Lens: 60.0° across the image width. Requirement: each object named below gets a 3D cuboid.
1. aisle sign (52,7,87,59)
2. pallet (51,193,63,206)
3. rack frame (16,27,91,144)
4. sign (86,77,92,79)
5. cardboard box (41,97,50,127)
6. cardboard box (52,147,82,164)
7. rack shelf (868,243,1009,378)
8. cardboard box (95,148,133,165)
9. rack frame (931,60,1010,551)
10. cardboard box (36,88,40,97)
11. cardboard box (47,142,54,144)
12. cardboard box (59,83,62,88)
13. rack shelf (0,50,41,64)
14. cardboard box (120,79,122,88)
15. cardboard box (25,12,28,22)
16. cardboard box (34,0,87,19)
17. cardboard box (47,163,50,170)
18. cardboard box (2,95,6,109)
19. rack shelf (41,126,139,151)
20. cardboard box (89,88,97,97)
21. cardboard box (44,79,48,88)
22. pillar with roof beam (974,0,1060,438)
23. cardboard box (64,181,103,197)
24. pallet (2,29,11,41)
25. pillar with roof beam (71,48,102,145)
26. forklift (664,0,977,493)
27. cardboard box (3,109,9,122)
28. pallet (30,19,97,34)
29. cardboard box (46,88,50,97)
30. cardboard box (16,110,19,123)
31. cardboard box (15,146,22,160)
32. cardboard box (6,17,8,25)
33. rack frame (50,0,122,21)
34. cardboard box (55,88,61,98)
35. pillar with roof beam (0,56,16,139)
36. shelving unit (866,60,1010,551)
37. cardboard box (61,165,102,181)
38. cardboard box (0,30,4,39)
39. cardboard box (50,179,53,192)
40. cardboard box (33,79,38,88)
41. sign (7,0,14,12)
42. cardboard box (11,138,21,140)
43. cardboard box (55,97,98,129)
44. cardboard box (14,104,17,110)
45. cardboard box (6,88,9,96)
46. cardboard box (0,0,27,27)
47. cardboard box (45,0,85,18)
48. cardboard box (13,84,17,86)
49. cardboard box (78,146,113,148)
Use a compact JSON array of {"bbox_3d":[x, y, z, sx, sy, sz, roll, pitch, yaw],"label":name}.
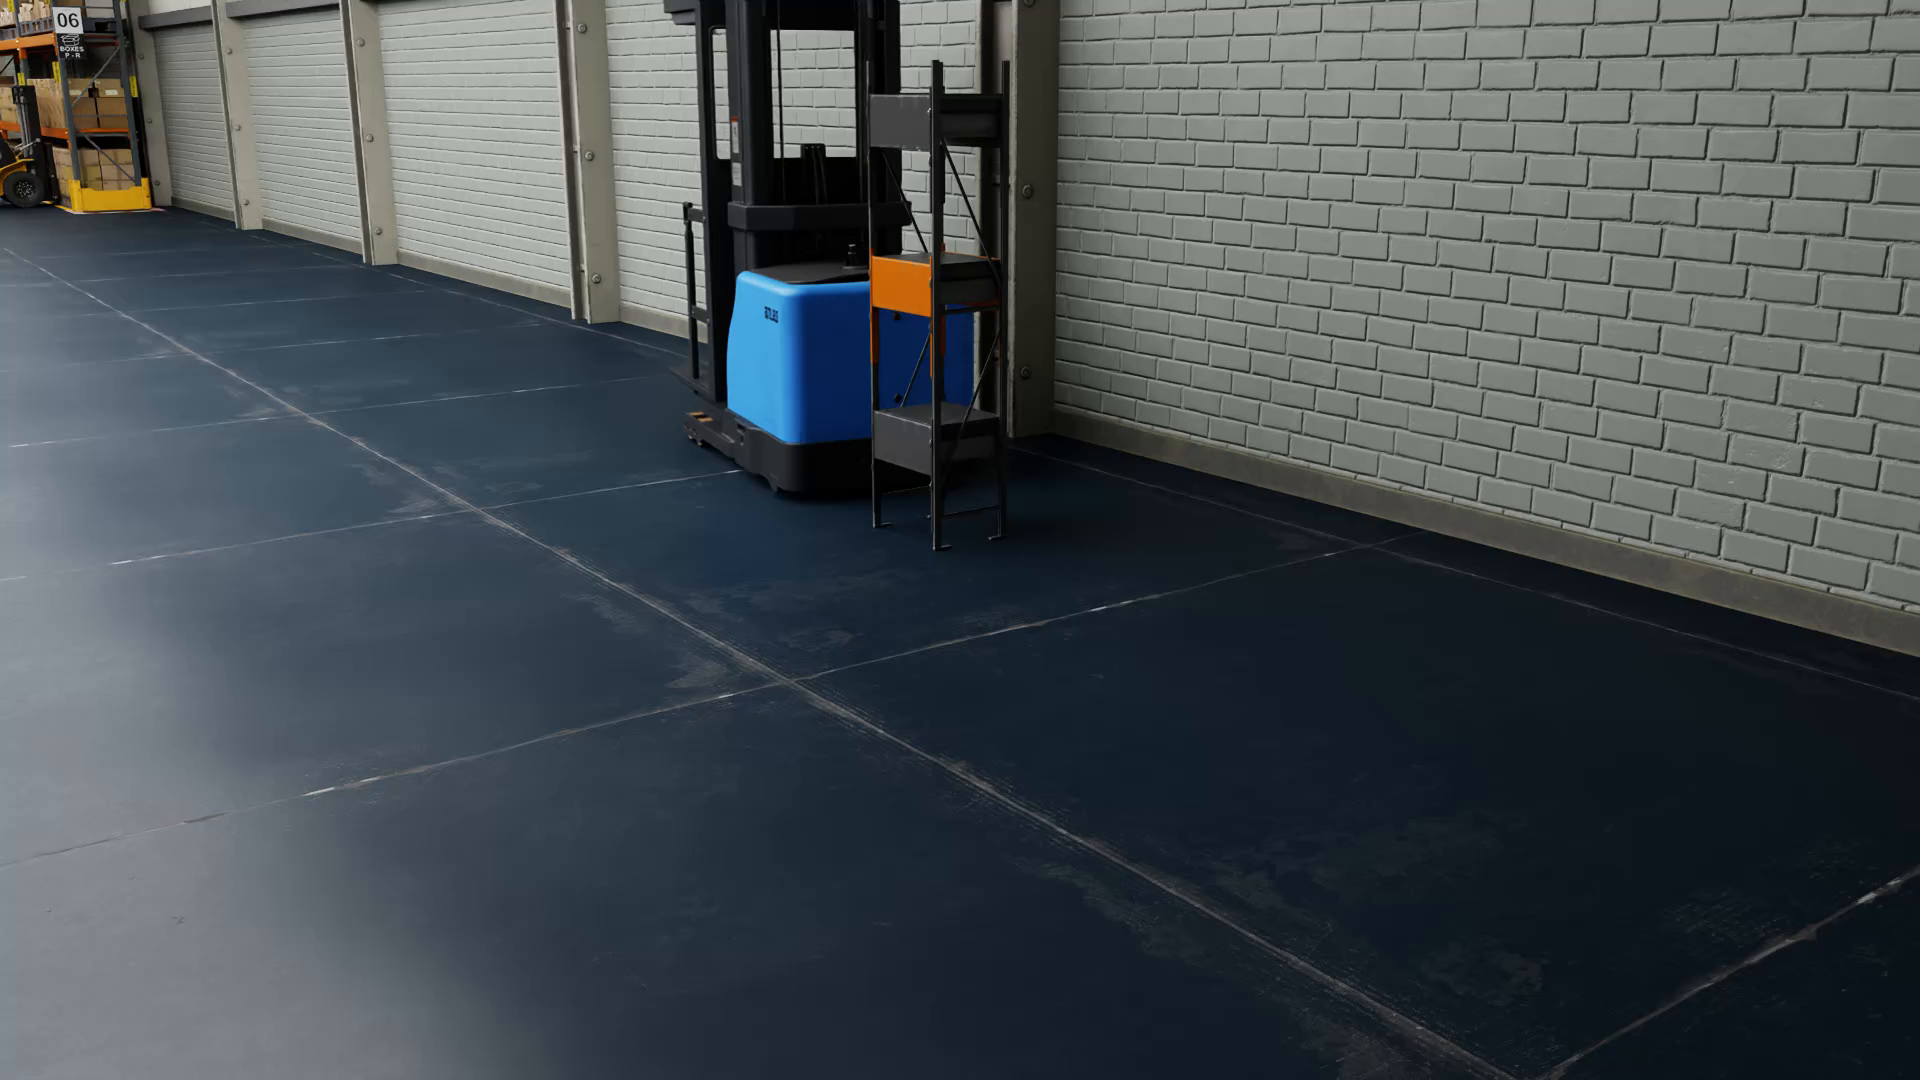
[{"bbox_3d":[-14.306,-8.142,26.718,0.394,0.787,0.004,-11,19,-35],"label":"aisle sign"},{"bbox_3d":[-15.304,-6.020,29.171,1.003,0.211,1.213,-11,19,-35],"label":"pallet"},{"bbox_3d":[-16.459,-7.802,30.400,1.000,3.000,0.127,-11,19,-35],"label":"rack frame"},{"bbox_3d":[-16.011,-8.344,30.591,0.100,0.325,0.005,-11,19,-35],"label":"sign"},{"bbox_3d":[-15.512,-7.388,28.696,0.500,0.500,0.500,-11,19,-34],"label":"cardboard box"},{"bbox_3d":[-15.240,-6.571,28.420,0.500,0.250,0.500,-11,19,-34],"label":"cardboard box"},{"bbox_3d":[-0.097,-1.035,7.432,0.431,0.518,0.480,-11,19,-35],"label":"rack shelf"},{"bbox_3d":[-14.236,-6.438,27.937,0.500,0.250,0.500,-11,19,-35],"label":"cardboard box"},{"bbox_3d":[0.046,-0.996,7.238,0.400,2.100,0.015,-11,19,-35],"label":"rack frame"},{"bbox_3d":[-15.917,-7.827,29.074,0.380,0.149,0.250,-11,19,-35],"label":"cardboard box"},{"bbox_3d":[-18.865,-8.126,34.293,0.380,0.149,0.250,-10,18,-32],"label":"cardboard box"},{"bbox_3d":[-14.658,-7.544,27.476,0.380,0.149,0.250,-11,19,-34],"label":"cardboard box"},{"bbox_3d":[-19.987,-10.183,34.780,1.077,0.370,4.000,-11,19,-35],"label":"rack shelf"},{"bbox_3d":[-14.237,-7.624,27.767,0.380,0.149,0.250,-10,18,-33],"label":"cardboard box"},{"bbox_3d":[-15.989,-9.071,28.846,0.380,0.149,0.250,-10,18,-33],"label":"cardboard box"},{"bbox_3d":[-15.086,-8.985,27.864,0.700,0.500,0.500,-11,19,-34],"label":"cardboard box"},{"bbox_3d":[-15.544,-6.444,28.904,0.500,0.250,0.500,-11,19,-35],"label":"cardboard box"},{"bbox_3d":[-18.454,-8.585,32.598,0.500,0.250,0.500,-10,18,-33],"label":"cardboard box"},{"bbox_3d":[-15.283,-7.028,28.934,1.077,0.370,4.000,-11,19,-35],"label":"rack shelf"},{"bbox_3d":[-14.293,-7.464,27.748,0.380,0.149,0.250,-11,19,-35],"label":"cardboard box"},{"bbox_3d":[-15.320,-7.753,28.240,0.380,0.149,0.250,-10,18,-33],"label":"cardboard box"},{"bbox_3d":[-3.158,-4.337,6.376,9.100,9.000,0.400,-11,19,-35],"label":"pillar with roof beam"},{"bbox_3d":[-14.639,-5.875,27.774,0.500,0.250,0.500,-11,19,-34],"label":"cardboard box"},{"bbox_3d":[-17.679,-9.642,31.800,1.003,0.211,1.213,-10,18,-32],"label":"pallet"},{"bbox_3d":[-20.797,-10.743,29.781,9.100,9.000,0.400,-11,19,-35],"label":"pillar with roof beam"},{"bbox_3d":[-0.974,-1.992,9.302,1.130,2.935,3.031,-7,17,-23],"label":"forklift"},{"bbox_3d":[-18.456,-8.343,32.660,0.500,0.250,0.500,-11,19,-36],"label":"cardboard box"},{"bbox_3d":[-15.223,-8.768,28.414,1.003,0.211,1.213,-11,19,-35],"label":"pallet"},{"bbox_3d":[-15.311,-7.610,28.279,0.380,0.149,0.250,-11,19,-34],"label":"cardboard box"},{"bbox_3d":[-17.534,-8.014,31.458,0.500,0.250,0.500,-11,19,-34],"label":"cardboard box"},{"bbox_3d":[-18.064,-7.440,32.779,0.875,0.625,0.625,-10,18,-33],"label":"cardboard box"},{"bbox_3d":[-17.351,-9.566,30.654,0.380,0.149,0.250,-11,19,-35],"label":"cardboard box"},{"bbox_3d":[-14.107,-9.841,26.487,1.000,3.000,0.127,-11,19,-35],"label":"rack frame"},{"bbox_3d":[-14.712,-7.389,27.474,0.380,0.149,0.250,-11,18,-34],"label":"cardboard box"},{"bbox_3d":[-27.853,-13.305,39.143,9.100,9.000,0.400,-11,19,-35],"label":"pillar with roof beam"},{"bbox_3d":[-0.097,-1.048,7.428,0.431,2.100,0.503,-11,19,-35],"label":"shelving unit"},{"bbox_3d":[-14.646,-6.121,27.723,0.500,0.250,0.500,-11,19,-35],"label":"cardboard box"},{"bbox_3d":[-19.309,-10.102,33.407,0.500,0.250,0.500,-12,19,-36],"label":"cardboard box"},{"bbox_3d":[-15.534,-6.199,28.955,0.500,0.250,0.500,-10,18,-33],"label":"cardboard box"},{"bbox_3d":[-16.059,-8.027,29.239,0.380,0.149,0.250,-10,18,-33],"label":"cardboard box"},{"bbox_3d":[-16.892,-9.564,29.579,0.100,0.325,0.005,-11,19,-35],"label":"sign"},{"bbox_3d":[-20.713,-8.786,36.707,0.380,0.149,0.250,-12,19,-37],"label":"cardboard box"},{"bbox_3d":[-14.609,-7.060,27.501,0.500,0.500,0.500,-11,19,-36],"label":"cardboard box"},{"bbox_3d":[-17.559,-8.255,31.391,0.500,0.250,0.500,-10,18,-33],"label":"cardboard box"},{"bbox_3d":[-18.368,-8.742,32.416,0.380,0.149,0.250,-11,19,-34],"label":"cardboard box"},{"bbox_3d":[-17.983,-9.992,31.545,0.500,0.500,0.500,-10,18,-33],"label":"cardboard box"},{"bbox_3d":[-14.564,-8.750,27.008,0.500,0.500,0.500,-10,18,-33],"label":"cardboard box"},{"bbox_3d":[-18.987,-9.041,33.942,0.500,0.500,0.500,-10,18,-32],"label":"cardboard box"},{"bbox_3d":[-15.114,-6.763,29.125,0.500,0.250,0.500,-11,19,-36],"label":"cardboard box"}]
